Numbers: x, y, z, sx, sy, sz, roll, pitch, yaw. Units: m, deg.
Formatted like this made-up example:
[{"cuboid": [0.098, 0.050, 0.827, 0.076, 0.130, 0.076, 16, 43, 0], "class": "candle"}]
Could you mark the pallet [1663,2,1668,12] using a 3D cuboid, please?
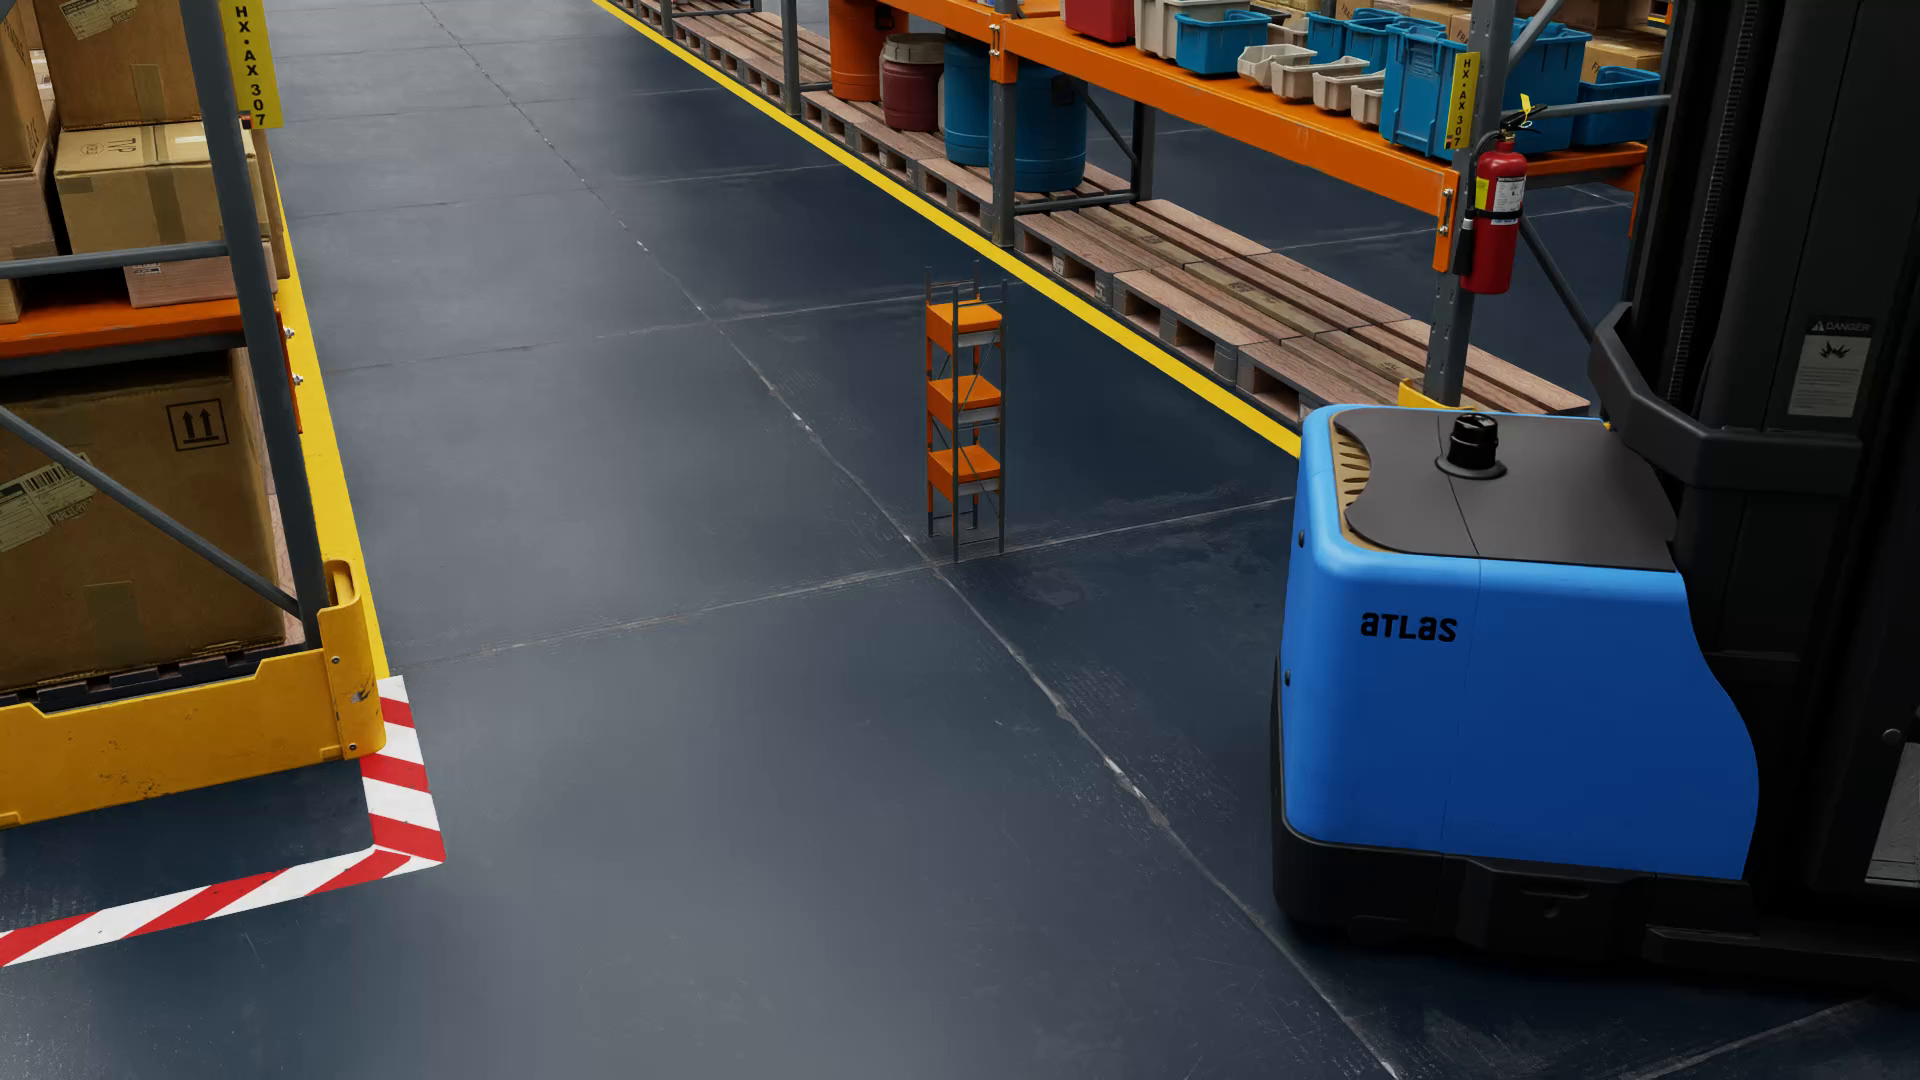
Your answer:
[{"cuboid": [7.443, -6.033, 18.366, 1.003, 0.211, 1.213, -11, 28, -21], "class": "pallet"}]

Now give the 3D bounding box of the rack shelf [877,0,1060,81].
[{"cuboid": [-0.111, -3.646, 11.118, 1.077, 0.370, 4.000, -11, 28, -21], "class": "rack shelf"}]

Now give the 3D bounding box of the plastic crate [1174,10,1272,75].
[{"cuboid": [1.199, -2.284, 7.631, 0.416, 0.233, 0.300, -11, 28, -21], "class": "plastic crate"}]

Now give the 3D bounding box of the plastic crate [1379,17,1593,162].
[{"cuboid": [1.936, -1.693, 6.190, 0.616, 0.435, 0.499, -11, 28, -21], "class": "plastic crate"}]

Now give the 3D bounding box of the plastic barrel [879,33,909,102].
[{"cuboid": [-0.383, -3.440, 12.234, 0.421, 0.512, 0.421, 0, 26, 0], "class": "plastic barrel"}]

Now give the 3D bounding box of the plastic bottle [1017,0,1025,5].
[{"cuboid": [0.328, -3.205, 9.622, 0.097, 0.201, 0.097, 0, 26, 0], "class": "plastic bottle"}]

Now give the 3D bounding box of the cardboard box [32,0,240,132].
[{"cuboid": [-2.454, -1.541, 4.965, 0.500, 0.500, 0.500, -11, 28, -22], "class": "cardboard box"}]

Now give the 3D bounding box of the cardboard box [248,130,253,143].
[{"cuboid": [-2.661, -1.415, 5.560, 0.500, 0.250, 0.500, -12, 28, -22], "class": "cardboard box"}]

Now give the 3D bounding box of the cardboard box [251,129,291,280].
[{"cuboid": [-4.154, -1.800, 8.460, 1.225, 0.875, 0.875, -10, 28, -20], "class": "cardboard box"}]

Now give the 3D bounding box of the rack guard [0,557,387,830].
[{"cuboid": [-2.309, 0.437, 4.785, 1.175, 0.500, 0.348, -11, 28, -21], "class": "rack guard"}]

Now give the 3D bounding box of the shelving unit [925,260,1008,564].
[{"cuboid": [0.021, -0.450, 5.975, 0.215, 1.050, 0.252, -11, 28, -21], "class": "shelving unit"}]

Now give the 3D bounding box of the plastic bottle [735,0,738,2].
[{"cuboid": [-2.261, -5.618, 17.025, 0.097, 0.201, 0.097, 0, 26, 0], "class": "plastic bottle"}]

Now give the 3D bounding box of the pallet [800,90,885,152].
[{"cuboid": [-0.547, -3.212, 12.589, 1.003, 0.211, 1.213, -11, 28, -21], "class": "pallet"}]

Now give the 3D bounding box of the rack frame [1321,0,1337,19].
[{"cuboid": [3.665, -5.626, 14.354, 1.000, 3.000, 0.127, -11, 28, -21], "class": "rack frame"}]

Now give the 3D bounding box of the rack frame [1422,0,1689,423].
[{"cuboid": [2.239, -1.547, 5.999, 1.000, 3.000, 0.127, -11, 28, -21], "class": "rack frame"}]

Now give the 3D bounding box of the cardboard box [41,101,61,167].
[{"cuboid": [-2.950, -1.117, 4.951, 0.500, 0.250, 0.500, -11, 28, -21], "class": "cardboard box"}]

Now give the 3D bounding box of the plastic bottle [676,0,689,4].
[{"cuboid": [-2.845, -5.634, 16.888, 0.144, 0.351, 0.185, -11, 28, -21], "class": "plastic bottle"}]

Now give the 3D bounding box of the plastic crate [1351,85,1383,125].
[{"cuboid": [1.753, -1.753, 6.655, 0.396, 0.136, 0.243, -11, 28, -21], "class": "plastic crate"}]

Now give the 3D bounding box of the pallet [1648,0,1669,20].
[{"cuboid": [7.917, -5.541, 17.359, 1.003, 0.211, 1.213, -11, 28, -21], "class": "pallet"}]

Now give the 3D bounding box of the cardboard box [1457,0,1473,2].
[{"cuboid": [4.273, -4.678, 13.906, 0.500, 0.250, 0.500, -9, 28, -19], "class": "cardboard box"}]

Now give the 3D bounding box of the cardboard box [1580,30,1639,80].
[{"cuboid": [4.589, -3.437, 12.218, 0.500, 0.500, 0.500, -10, 28, -20], "class": "cardboard box"}]

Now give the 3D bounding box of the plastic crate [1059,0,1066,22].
[{"cuboid": [0.723, -2.858, 8.916, 0.396, 0.136, 0.243, -11, 28, -21], "class": "plastic crate"}]

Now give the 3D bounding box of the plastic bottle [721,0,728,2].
[{"cuboid": [-2.431, -5.680, 17.058, 0.061, 0.283, 0.133, -11, 28, -21], "class": "plastic bottle"}]

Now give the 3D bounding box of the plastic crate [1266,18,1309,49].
[{"cuboid": [1.631, -2.419, 8.017, 0.293, 0.136, 0.466, -11, 28, -21], "class": "plastic crate"}]

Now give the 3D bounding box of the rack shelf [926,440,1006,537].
[{"cuboid": [0.021, -0.191, 6.102, 0.215, 0.259, 0.240, -11, 28, -21], "class": "rack shelf"}]

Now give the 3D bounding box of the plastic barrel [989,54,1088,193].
[{"cuboid": [0.475, -2.630, 10.131, 0.600, 0.901, 0.708, -11, 28, -21], "class": "plastic barrel"}]

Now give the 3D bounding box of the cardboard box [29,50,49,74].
[{"cuboid": [-3.358, -1.532, 5.801, 0.500, 0.250, 0.500, -11, 28, -21], "class": "cardboard box"}]

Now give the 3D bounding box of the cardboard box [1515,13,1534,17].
[{"cuboid": [4.661, -3.944, 13.256, 0.500, 0.500, 0.500, -12, 28, -23], "class": "cardboard box"}]

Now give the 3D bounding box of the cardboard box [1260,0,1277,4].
[{"cuboid": [3.024, -5.209, 15.516, 0.500, 0.311, 0.500, -11, 28, -21], "class": "cardboard box"}]

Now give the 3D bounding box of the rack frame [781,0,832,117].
[{"cuboid": [-0.894, -4.777, 12.614, 1.000, 3.000, 0.127, -11, 28, -21], "class": "rack frame"}]

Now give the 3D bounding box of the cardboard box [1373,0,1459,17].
[{"cuboid": [3.791, -4.257, 13.898, 0.500, 0.500, 0.500, -12, 28, -22], "class": "cardboard box"}]

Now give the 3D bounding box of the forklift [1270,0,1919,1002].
[{"cuboid": [2.361, -0.429, 3.787, 3.031, 2.935, 1.130, 4, 26, 8], "class": "forklift"}]

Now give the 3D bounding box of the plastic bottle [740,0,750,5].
[{"cuboid": [-2.182, -5.567, 16.841, 0.097, 0.271, 0.097, 0, 26, 0], "class": "plastic bottle"}]

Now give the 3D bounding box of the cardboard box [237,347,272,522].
[{"cuboid": [-2.999, -0.542, 5.884, 0.875, 0.875, 0.875, -11, 28, -21], "class": "cardboard box"}]

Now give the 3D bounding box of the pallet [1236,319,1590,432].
[{"cuboid": [1.952, -0.633, 7.307, 1.003, 0.211, 1.213, -11, 28, -21], "class": "pallet"}]

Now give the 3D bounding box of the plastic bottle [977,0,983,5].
[{"cuboid": [0.150, -3.218, 9.649, 0.097, 0.201, 0.097, 0, 26, 0], "class": "plastic bottle"}]

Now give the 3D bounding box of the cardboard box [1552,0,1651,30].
[{"cuboid": [4.875, -4.064, 12.647, 0.500, 0.250, 0.500, -11, 28, -20], "class": "cardboard box"}]

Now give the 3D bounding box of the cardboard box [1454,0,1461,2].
[{"cuboid": [4.248, -4.363, 14.115, 0.500, 0.500, 0.500, -9, 28, -19], "class": "cardboard box"}]

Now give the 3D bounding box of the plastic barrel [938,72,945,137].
[{"cuboid": [0.059, -2.984, 11.300, 0.421, 0.512, 0.421, 0, 26, 0], "class": "plastic barrel"}]

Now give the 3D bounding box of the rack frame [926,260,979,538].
[{"cuboid": [-0.027, -0.499, 6.076, 0.200, 1.050, 0.008, -11, 28, -21], "class": "rack frame"}]

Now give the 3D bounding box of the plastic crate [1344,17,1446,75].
[{"cuboid": [1.930, -2.186, 7.432, 0.416, 0.233, 0.300, -11, 28, -21], "class": "plastic crate"}]

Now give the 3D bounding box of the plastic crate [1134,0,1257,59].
[{"cuboid": [1.101, -2.487, 7.992, 0.437, 0.282, 0.530, -11, 28, -21], "class": "plastic crate"}]

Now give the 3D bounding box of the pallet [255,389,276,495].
[{"cuboid": [-3.177, -0.244, 6.509, 1.003, 0.211, 1.213, -11, 28, -21], "class": "pallet"}]

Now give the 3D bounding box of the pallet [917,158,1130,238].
[{"cuboid": [0.409, -2.227, 10.571, 1.003, 0.211, 1.213, -11, 28, -21], "class": "pallet"}]

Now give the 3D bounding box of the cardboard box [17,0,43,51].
[{"cuboid": [-3.539, -2.067, 6.042, 0.500, 0.500, 0.500, -11, 28, -22], "class": "cardboard box"}]

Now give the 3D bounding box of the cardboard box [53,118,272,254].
[{"cuboid": [-2.258, -1.002, 4.716, 0.500, 0.250, 0.500, -11, 28, -22], "class": "cardboard box"}]

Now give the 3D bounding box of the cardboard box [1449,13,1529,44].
[{"cuboid": [4.192, -3.844, 13.052, 0.500, 0.500, 0.500, -12, 28, -22], "class": "cardboard box"}]

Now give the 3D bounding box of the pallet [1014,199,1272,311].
[{"cuboid": [0.996, -1.618, 9.324, 1.003, 0.211, 1.213, -11, 28, -21], "class": "pallet"}]

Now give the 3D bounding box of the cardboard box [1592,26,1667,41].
[{"cuboid": [5.047, -3.536, 12.422, 0.500, 0.500, 0.500, -10, 28, -20], "class": "cardboard box"}]

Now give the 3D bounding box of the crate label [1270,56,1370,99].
[{"cuboid": [1.521, -1.981, 7.121, 0.396, 0.136, 0.243, -11, 28, -21], "class": "crate label"}]

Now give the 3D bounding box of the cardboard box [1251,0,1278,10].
[{"cuboid": [3.030, -4.957, 15.639, 0.500, 0.250, 0.500, -11, 28, -21], "class": "cardboard box"}]

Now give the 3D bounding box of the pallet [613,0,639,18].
[{"cuboid": [-3.167, -5.910, 18.114, 1.003, 0.211, 1.213, -11, 28, -21], "class": "pallet"}]

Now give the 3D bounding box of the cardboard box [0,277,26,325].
[{"cuboid": [-2.761, -0.670, 4.490, 0.380, 0.149, 0.250, -10, 28, -20], "class": "cardboard box"}]

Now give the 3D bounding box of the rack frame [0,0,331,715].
[{"cuboid": [-2.318, -0.696, 4.256, 1.000, 3.000, 0.127, -11, 28, -21], "class": "rack frame"}]

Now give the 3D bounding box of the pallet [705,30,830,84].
[{"cuboid": [-1.636, -4.335, 14.887, 1.003, 0.211, 1.213, -11, 28, -21], "class": "pallet"}]

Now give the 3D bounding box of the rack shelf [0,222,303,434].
[{"cuboid": [-3.102, -1.180, 6.068, 1.077, 0.370, 4.000, -11, 28, -21], "class": "rack shelf"}]

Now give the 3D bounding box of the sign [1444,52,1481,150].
[{"cuboid": [1.739, -1.519, 5.757, 0.100, 0.325, 0.005, -11, 28, -21], "class": "sign"}]
